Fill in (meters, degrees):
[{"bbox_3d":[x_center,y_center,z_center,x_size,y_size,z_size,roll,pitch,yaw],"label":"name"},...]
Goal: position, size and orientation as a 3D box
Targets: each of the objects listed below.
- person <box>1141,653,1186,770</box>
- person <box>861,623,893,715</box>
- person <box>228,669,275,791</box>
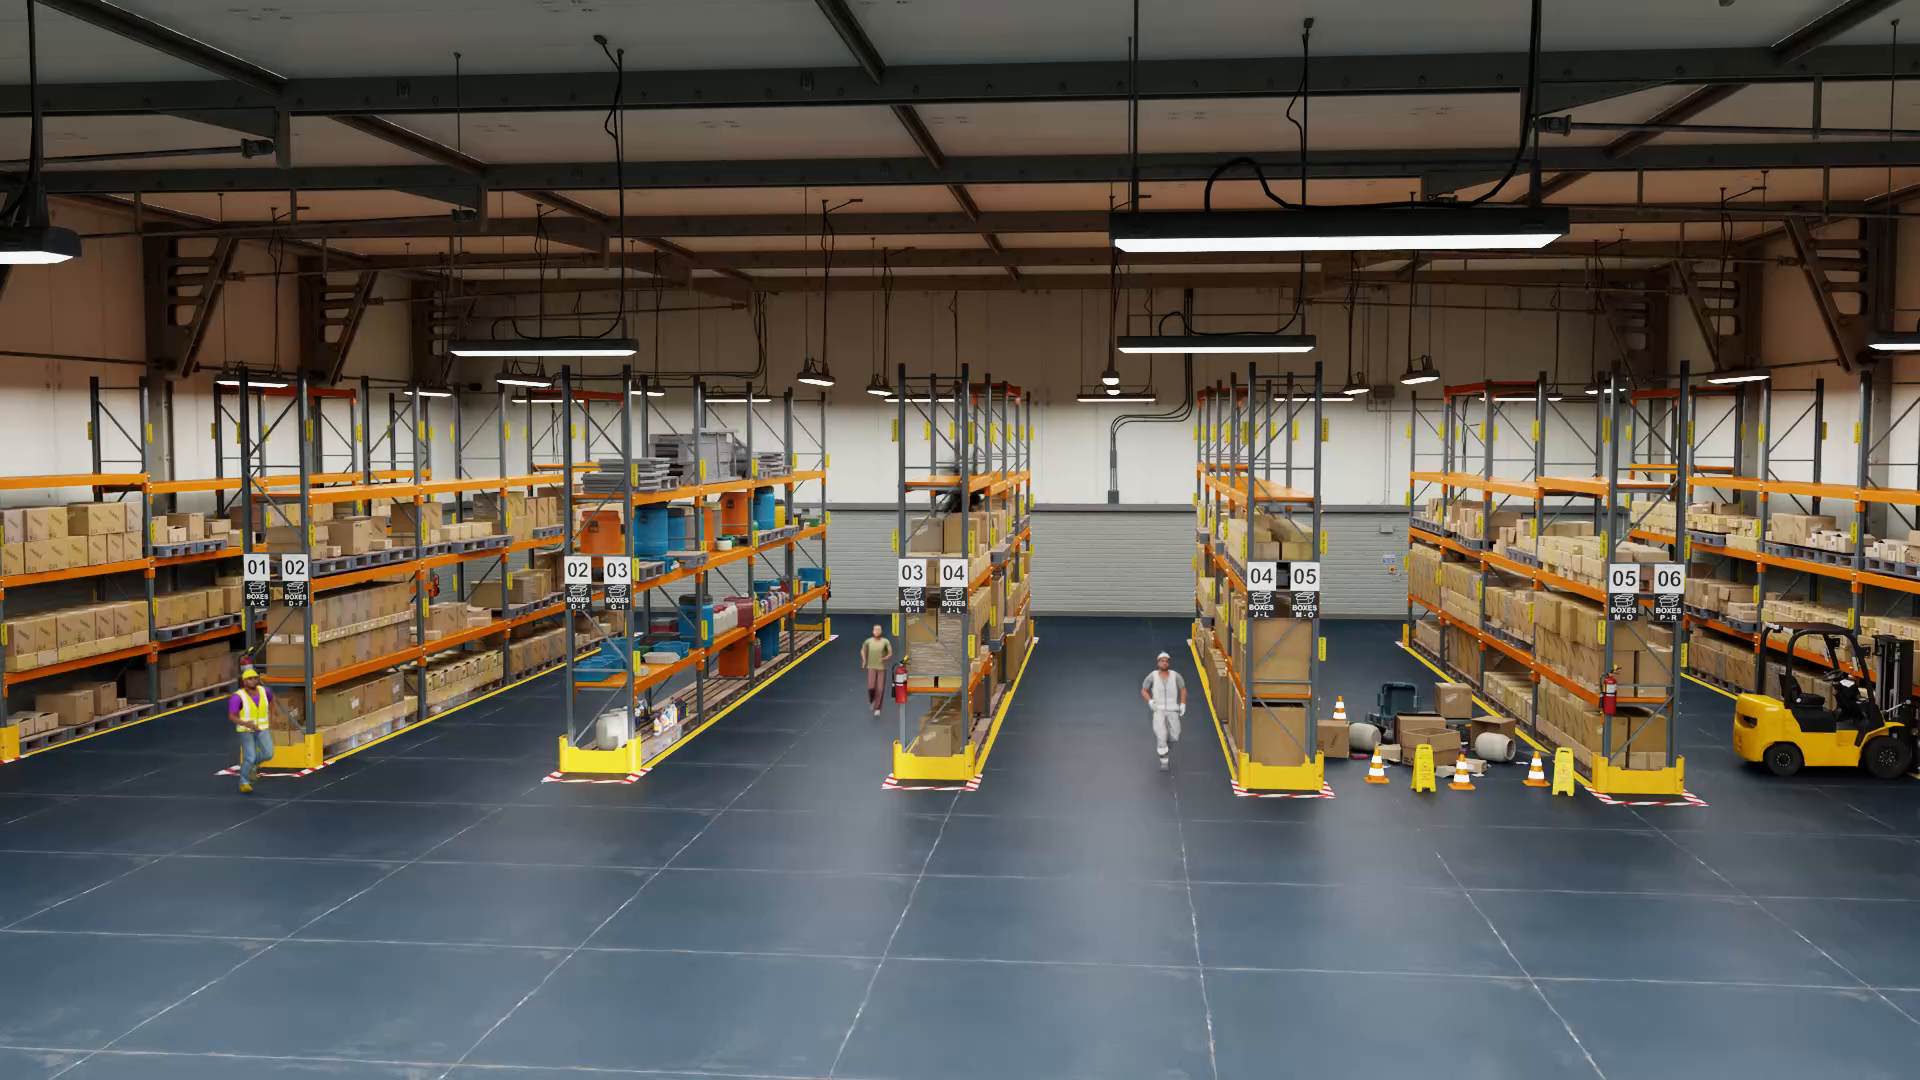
[{"bbox_3d":[3.059,2.547,24.951,0.676,1.724,0.675,0,4,-3],"label":"person"},{"bbox_3d":[-1.474,2.292,29.411,0.566,1.629,0.550,0,4,-2],"label":"person"},{"bbox_3d":[-9.826,2.652,23.201,0.657,1.717,0.739,3,5,41],"label":"person"}]
